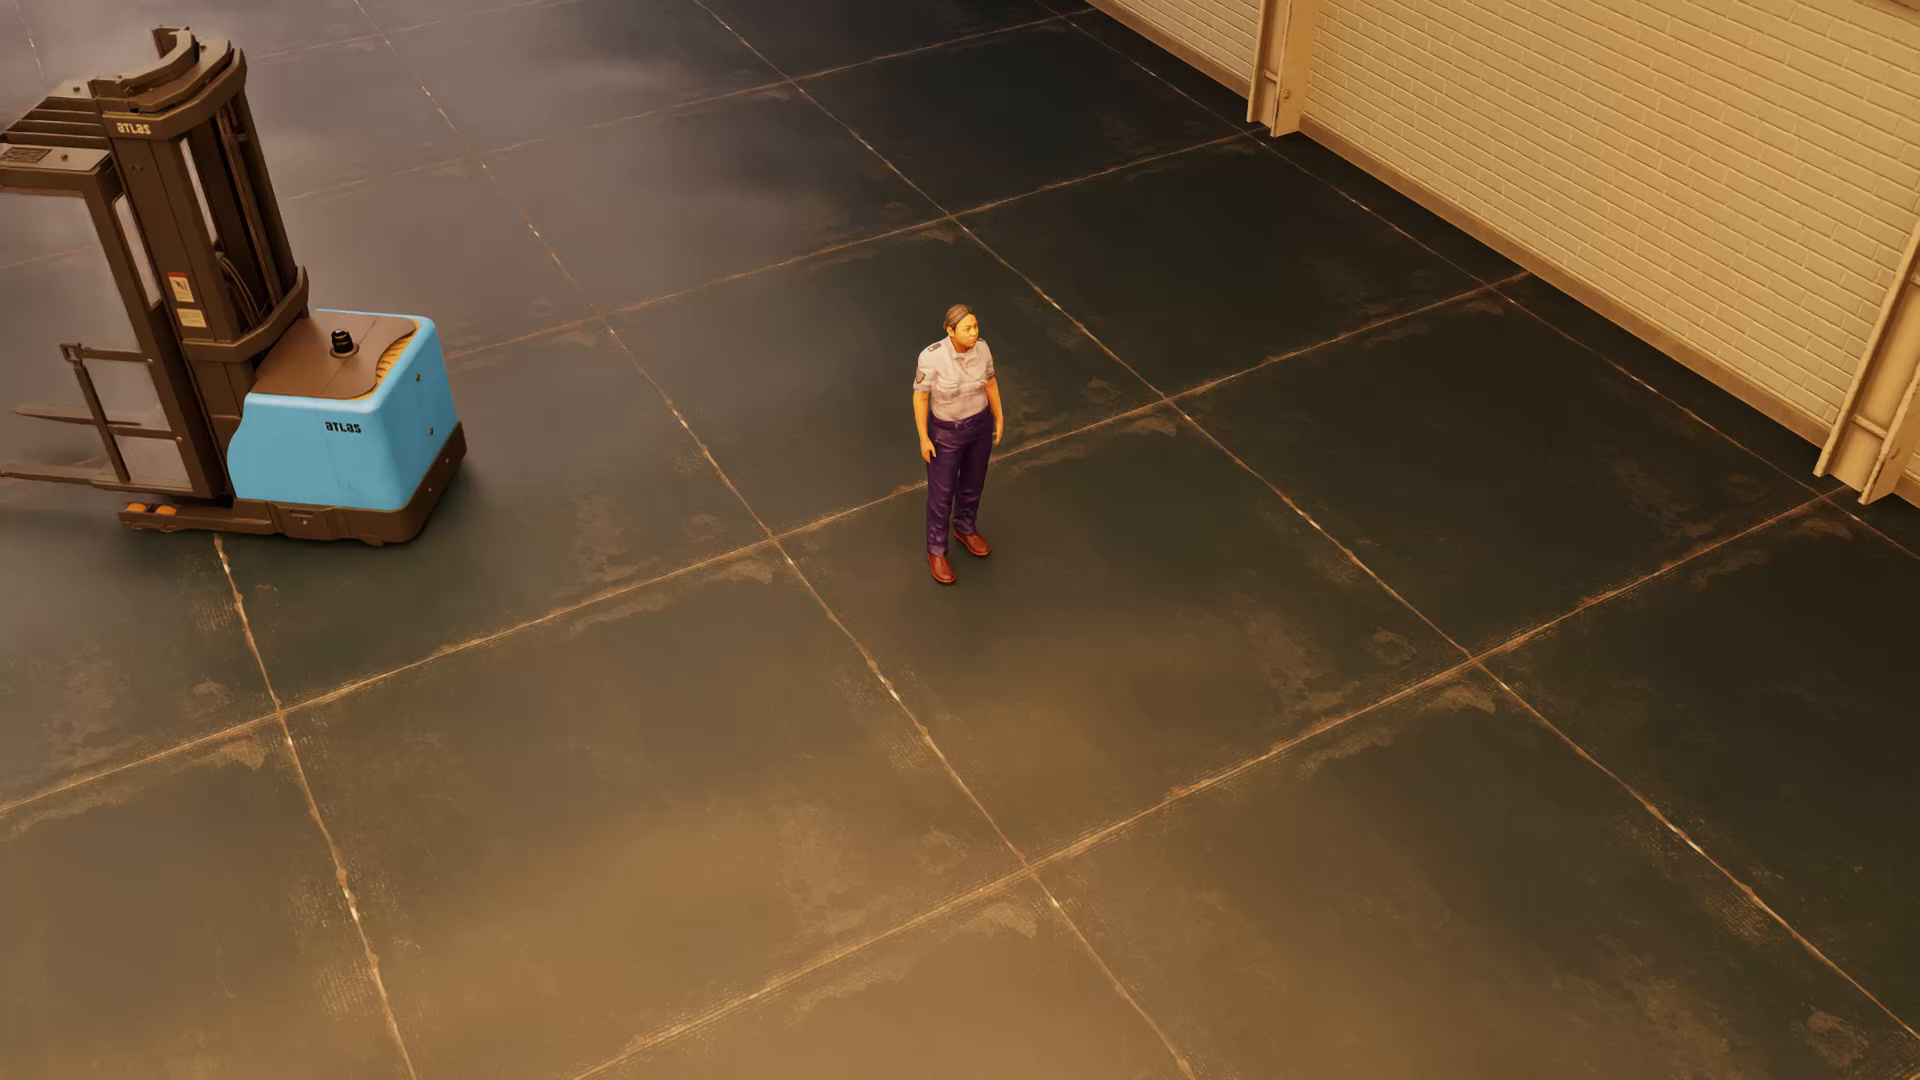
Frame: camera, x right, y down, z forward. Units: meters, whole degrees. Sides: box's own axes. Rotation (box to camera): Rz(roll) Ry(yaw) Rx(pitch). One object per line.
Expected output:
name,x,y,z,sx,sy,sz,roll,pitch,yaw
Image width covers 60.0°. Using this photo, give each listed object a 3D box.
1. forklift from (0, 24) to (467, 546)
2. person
forklift,-4.797,-1.506,9.852,3.031,2.935,1.130,5,40,6
person,0.025,-0.582,9.733,0.598,1.651,0.502,-20,44,-23
